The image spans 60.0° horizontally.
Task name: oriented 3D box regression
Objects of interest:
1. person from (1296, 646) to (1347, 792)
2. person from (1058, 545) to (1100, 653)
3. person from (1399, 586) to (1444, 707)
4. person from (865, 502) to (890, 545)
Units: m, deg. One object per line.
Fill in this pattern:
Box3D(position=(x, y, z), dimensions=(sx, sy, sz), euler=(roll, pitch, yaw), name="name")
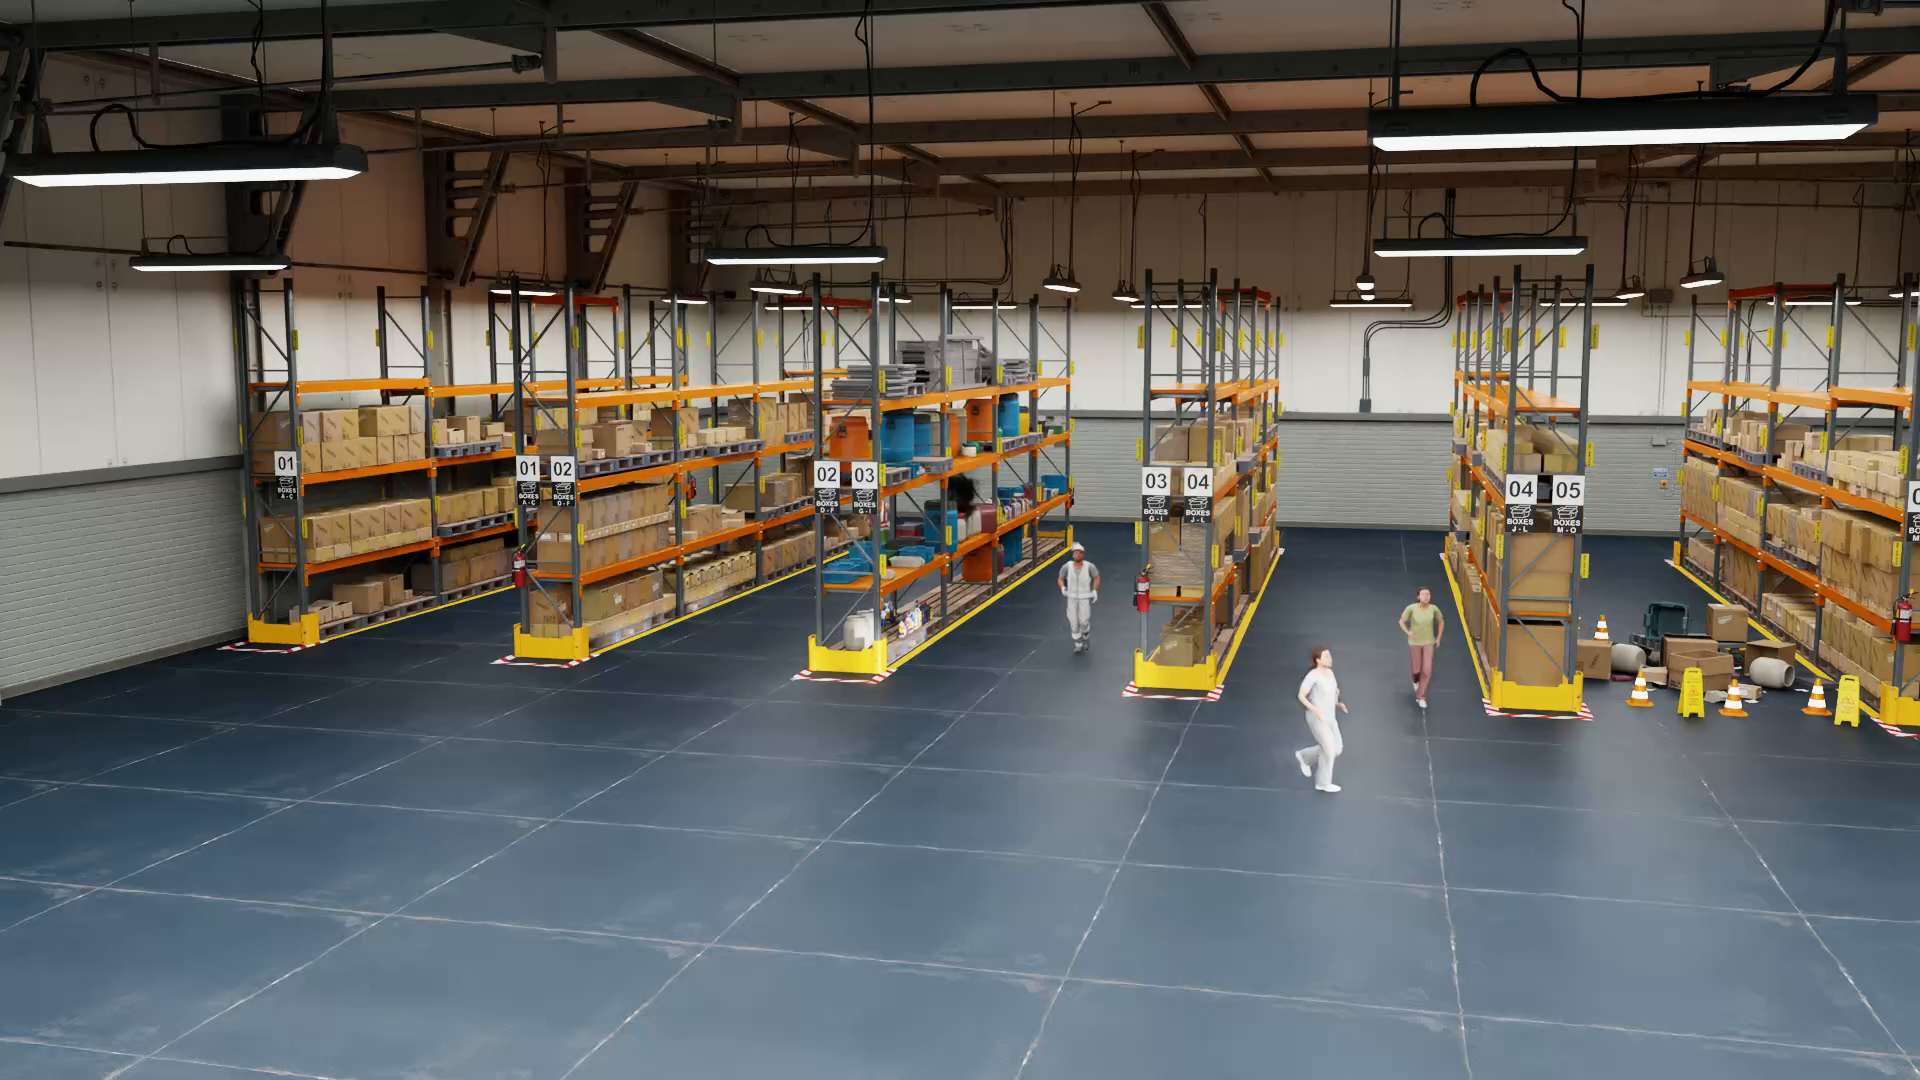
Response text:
Box3D(position=(3.984, 1.978, 18.542), dimensions=(0.555, 1.626, 0.621), euler=(-6, 9, -42), name="person")
Box3D(position=(1.875, 0.943, 26.532), dimensions=(0.661, 1.746, 0.573), euler=(1, 7, 11), name="person")
Box3D(position=(6.391, 1.449, 23.035), dimensions=(0.614, 1.650, 0.660), euler=(1, 7, 9), name="person")
Box3D(position=(-1.770, -0.213, 36.155), dimensions=(0.640, 1.750, 0.604), euler=(1, 7, 6), name="person")
